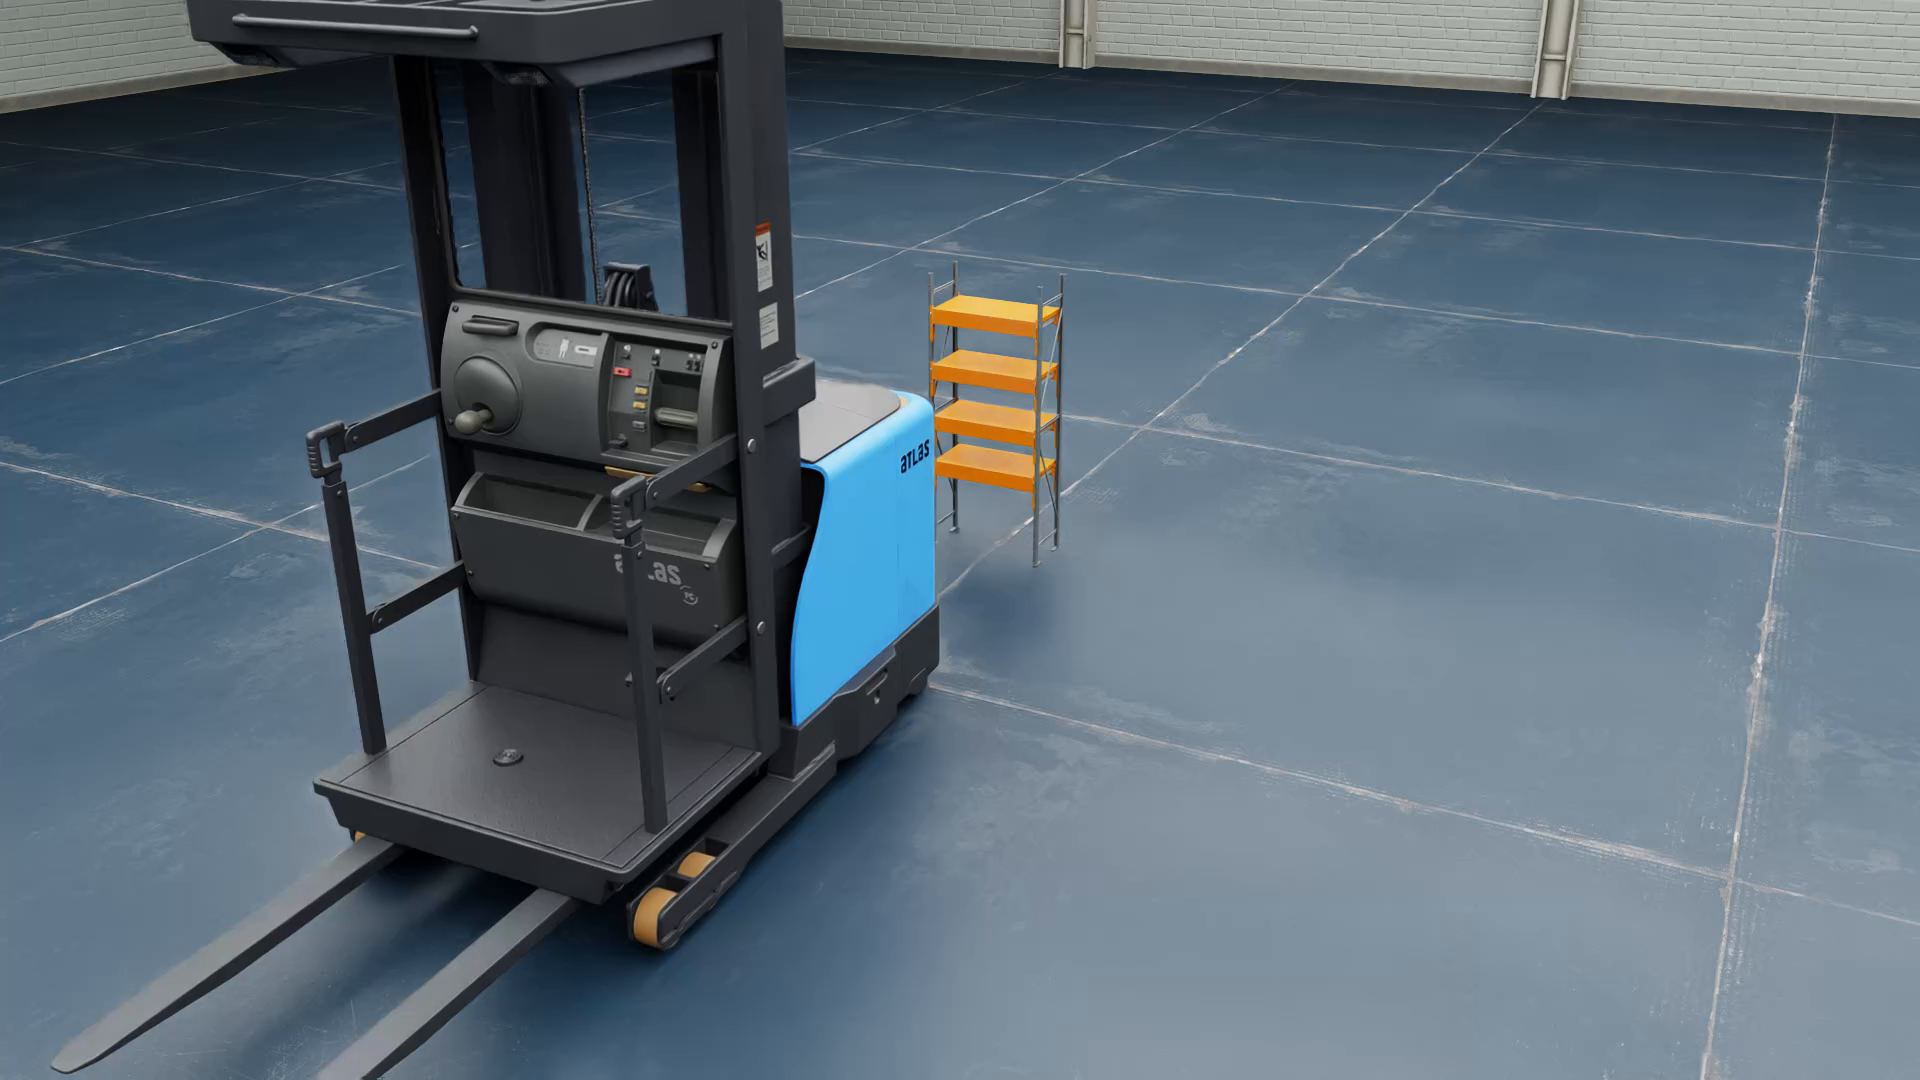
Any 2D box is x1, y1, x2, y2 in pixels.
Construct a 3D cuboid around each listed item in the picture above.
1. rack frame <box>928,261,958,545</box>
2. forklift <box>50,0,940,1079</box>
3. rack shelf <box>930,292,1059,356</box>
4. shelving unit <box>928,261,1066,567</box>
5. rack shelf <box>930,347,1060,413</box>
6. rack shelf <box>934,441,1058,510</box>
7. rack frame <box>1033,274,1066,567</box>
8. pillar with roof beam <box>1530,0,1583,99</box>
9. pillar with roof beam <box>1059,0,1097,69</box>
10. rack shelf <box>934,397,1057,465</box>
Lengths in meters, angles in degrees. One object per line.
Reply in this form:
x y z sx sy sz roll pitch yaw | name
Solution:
-0.070 -0.566 7.048 0.015 1.200 0.240 11 25 25 | rack frame
-1.156 -0.413 4.476 1.130 2.935 3.031 10 25 23 | forklift
0.148 -0.885 6.793 0.480 0.148 0.258 11 25 25 | rack shelf
0.148 -0.523 6.946 0.503 1.200 0.258 11 25 25 | shelving unit
0.148 -0.667 6.885 0.480 0.148 0.258 11 25 25 | rack shelf
0.148 -0.278 7.050 0.480 0.148 0.258 11 25 25 | rack shelf
0.365 -0.480 6.845 0.015 1.200 0.240 11 25 25 | rack frame
4.955 -7.820 14.141 0.400 9.000 9.100 11 25 25 | pillar with roof beam
-0.400 -8.880 16.632 0.400 9.000 9.100 11 25 25 | pillar with roof beam
0.148 -0.461 6.973 0.480 0.148 0.258 11 25 25 | rack shelf
